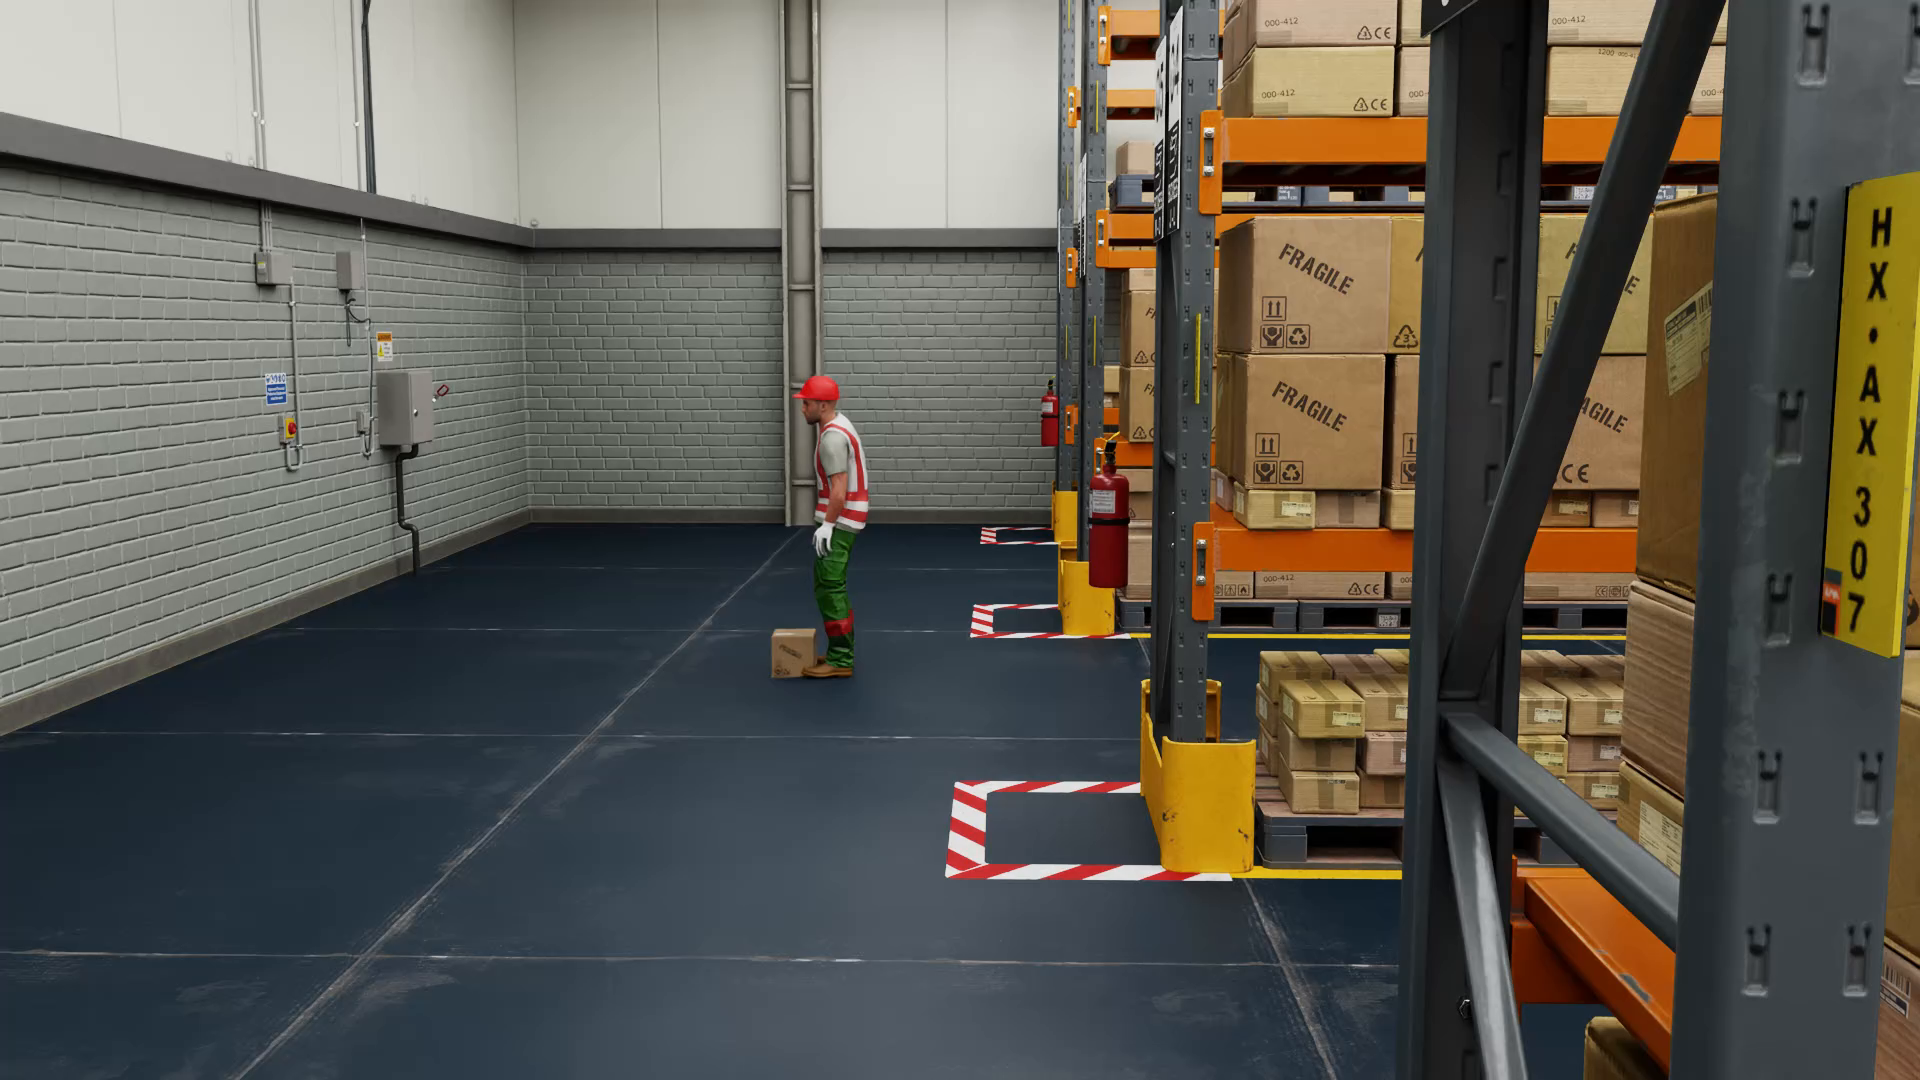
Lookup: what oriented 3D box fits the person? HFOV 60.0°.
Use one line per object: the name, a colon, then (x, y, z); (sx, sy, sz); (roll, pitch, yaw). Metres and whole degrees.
person: (-0.767, -0.081, 9.864); (0.454, 1.777, 0.606); (0, 7, -1)
